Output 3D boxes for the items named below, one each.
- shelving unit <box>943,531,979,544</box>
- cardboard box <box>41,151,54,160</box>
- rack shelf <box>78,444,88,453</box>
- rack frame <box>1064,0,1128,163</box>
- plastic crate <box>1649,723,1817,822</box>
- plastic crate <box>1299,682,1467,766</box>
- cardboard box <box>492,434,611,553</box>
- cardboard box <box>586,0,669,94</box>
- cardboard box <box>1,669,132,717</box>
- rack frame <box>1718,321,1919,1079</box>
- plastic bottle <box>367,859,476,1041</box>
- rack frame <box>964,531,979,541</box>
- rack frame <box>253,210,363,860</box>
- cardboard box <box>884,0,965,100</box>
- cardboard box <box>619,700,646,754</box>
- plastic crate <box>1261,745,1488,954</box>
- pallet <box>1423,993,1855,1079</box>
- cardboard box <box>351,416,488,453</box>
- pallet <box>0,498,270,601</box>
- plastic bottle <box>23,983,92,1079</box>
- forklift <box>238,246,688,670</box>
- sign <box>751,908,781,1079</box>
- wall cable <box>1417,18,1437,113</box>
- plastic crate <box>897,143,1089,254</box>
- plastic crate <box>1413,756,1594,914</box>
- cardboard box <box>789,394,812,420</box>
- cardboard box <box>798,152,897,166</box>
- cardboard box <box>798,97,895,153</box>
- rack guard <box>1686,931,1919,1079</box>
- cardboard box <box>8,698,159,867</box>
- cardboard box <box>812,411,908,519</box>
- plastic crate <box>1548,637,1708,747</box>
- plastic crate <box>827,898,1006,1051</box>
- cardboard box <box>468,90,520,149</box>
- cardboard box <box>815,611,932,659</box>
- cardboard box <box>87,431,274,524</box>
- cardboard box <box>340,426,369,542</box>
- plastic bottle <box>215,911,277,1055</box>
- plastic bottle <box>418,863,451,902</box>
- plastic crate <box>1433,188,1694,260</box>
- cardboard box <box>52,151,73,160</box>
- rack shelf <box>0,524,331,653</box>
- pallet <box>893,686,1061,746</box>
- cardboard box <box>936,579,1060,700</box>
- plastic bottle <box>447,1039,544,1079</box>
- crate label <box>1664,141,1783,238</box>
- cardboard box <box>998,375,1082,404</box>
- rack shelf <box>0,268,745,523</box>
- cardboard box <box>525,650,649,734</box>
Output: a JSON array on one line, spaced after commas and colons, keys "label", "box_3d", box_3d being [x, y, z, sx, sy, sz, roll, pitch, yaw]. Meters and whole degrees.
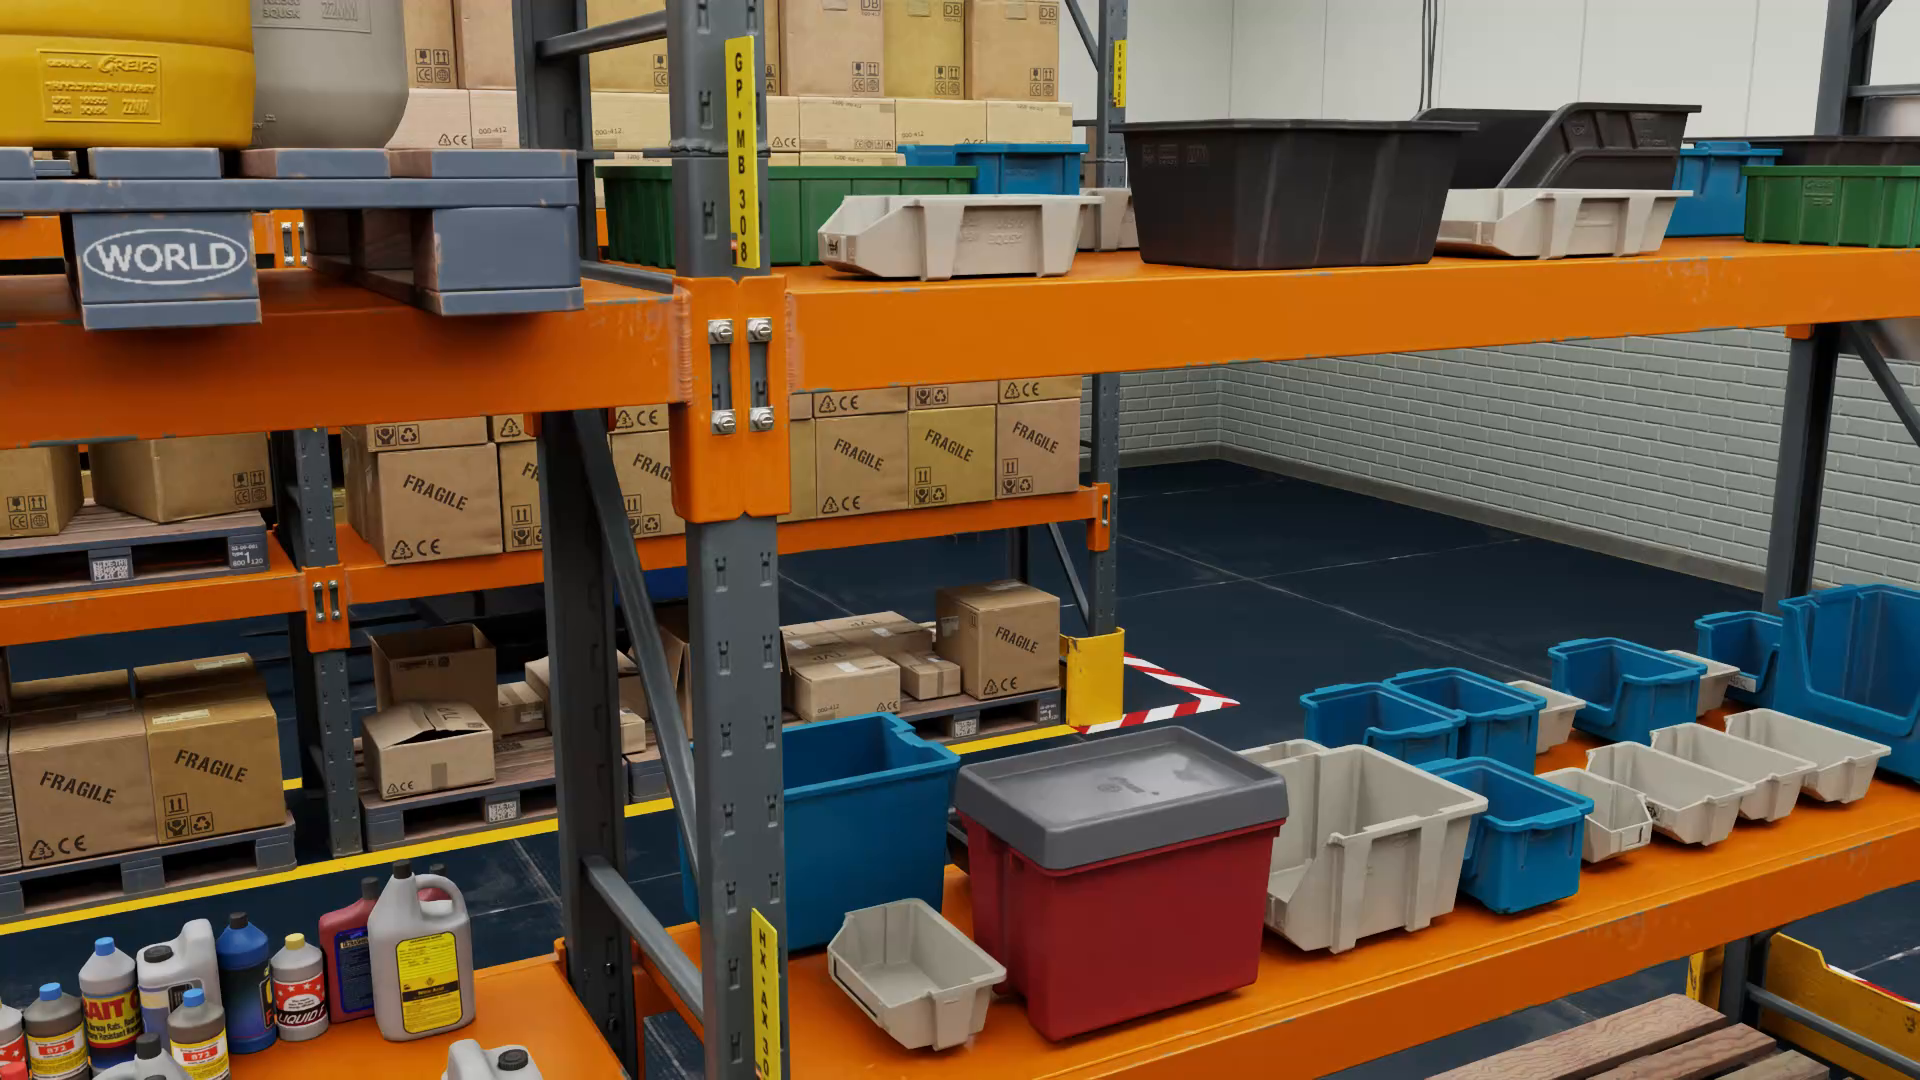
[{"label": "shelving unit", "box_3d": [0.007, -0.440, 13.514, 0.210, 0.900, 0.258, -7, 14, -28]}, {"label": "cardboard box", "box_3d": [-6.151, -2.765, 11.001, 0.500, 0.500, 0.700, -8, 15, -31]}, {"label": "rack shelf", "box_3d": [-7.081, -0.548, 10.851, 4.000, 0.370, 1.077, -7, 14, -28]}, {"label": "rack frame", "box_3d": [0.562, -3.503, 8.678, 0.127, 3.000, 1.000, -7, 14, -28]}, {"label": "plastic crate", "box_3d": [2.042, 0.627, 4.456, 0.243, 0.136, 0.396, -7, 14, -28]}, {"label": "plastic crate", "box_3d": [1.139, 0.564, 4.515, 0.300, 0.233, 0.416, -7, 14, -28]}, {"label": "cardboard box", "box_3d": [-1.923, -0.259, 7.703, 0.500, 0.500, 0.500, -7, 14, -27]}, {"label": "cardboard box", "box_3d": [-1.598, -2.293, 7.628, 0.500, 0.500, 0.700, -7, 14, -28]}, {"label": "cardboard box", "box_3d": [-3.953, 0.912, 7.416, 0.500, 0.500, 0.500, -7, 14, -27]}, {"label": "rack frame", "box_3d": [2.932, 0.379, 5.093, 0.127, 3.000, 1.000, -7, 14, -28]}, {"label": "plastic bottle", "box_3d": [-1.078, 0.803, 3.323, 0.185, 0.351, 0.144, -7, 14, -28]}, {"label": "rack frame", "box_3d": [0.096, -0.451, 13.562, 0.006, 0.900, 0.240, -7, 14, -28]}, {"label": "rack frame", "box_3d": [-2.949, -0.155, 7.467, 0.127, 3.000, 1.000, -7, 14, -28]}, {"label": "cardboard box", "box_3d": [-0.360, -2.482, 8.471, 0.500, 0.500, 0.700, -7, 14, -28]}, {"label": "cardboard box", "box_3d": [-1.722, 0.917, 8.153, 0.250, 0.166, 0.380, -7, 14, -28]}, {"label": "plastic crate", "box_3d": [0.850, 0.703, 3.786, 0.530, 0.282, 0.437, -7, 14, -28]}, {"label": "pallet", "box_3d": [2.190, 1.819, 5.047, 1.213, 0.211, 1.003, -7, 14, -28]}, {"label": "cardboard box", "box_3d": [-2.400, -0.687, 7.325, 0.500, 0.500, 0.500, -6, 14, -26]}, {"label": "pallet", "box_3d": [-3.703, 0.002, 7.207, 1.213, 0.211, 1.003, -7, 14, -28]}, {"label": "plastic bottle", "box_3d": [-1.689, 0.928, 3.107, 0.097, 0.201, 0.097, 0, 13, 0]}, {"label": "forklift", "box_3d": [-2.900, -0.751, 10.269, 3.031, 2.935, 1.130, -7, 15, -30]}, {"label": "sign", "box_3d": [-0.317, 0.771, 2.721, 0.005, 0.325, 0.100, -7, 14, -28]}, {"label": "wall cable", "box_3d": [3.321, -3.468, 15.597, 0.112, 2.526, 3.097, -7, 14, -28]}, {"label": "plastic crate", "box_3d": [0.067, -0.739, 3.611, 0.300, 0.233, 0.416, -7, 14, -28]}, {"label": "plastic crate", "box_3d": [1.253, 0.697, 3.925, 0.300, 0.233, 0.416, -7, 14, -28]}, {"label": "cardboard box", "box_3d": [-1.043, -0.850, 8.049, 0.500, 0.500, 0.500, -6, 14, -26]}, {"label": "cardboard box", "box_3d": [-0.639, -1.756, 8.088, 0.500, 0.250, 0.500, -7, 14, -28]}, {"label": "cardboard box", "box_3d": [-0.646, -2.002, 8.046, 0.500, 0.250, 0.500, -7, 14, -28]}, {"label": "rack guard", "box_3d": [2.947, 1.594, 5.390, 0.348, 0.500, 1.175, -7, 14, -28]}, {"label": "cardboard box", "box_3d": [-3.683, 1.007, 6.993, 0.500, 0.500, 0.500, -7, 14, -28]}, {"label": "cardboard box", "box_3d": [-0.595, -0.418, 8.409, 0.500, 0.500, 0.500, -7, 14, -27]}, {"label": "plastic crate", "box_3d": [1.980, 0.463, 4.963, 0.300, 0.233, 0.416, -7, 14, -28]}, {"label": "plastic crate", "box_3d": [-0.102, 0.878, 3.341, 0.243, 0.136, 0.396, -7, 14, -28]}, {"label": "cardboard box", "box_3d": [-1.965, -1.845, 7.349, 0.500, 0.250, 0.500, -7, 14, -28]}, {"label": "cardboard box", "box_3d": [-0.490, 0.606, 9.345, 0.500, 0.250, 0.500, -7, 14, -28]}, {"label": "cardboard box", "box_3d": [-3.472, -0.402, 7.380, 0.700, 0.500, 0.500, 11, 17, 41]}, {"label": "cardboard box", "box_3d": [-2.633, -0.306, 7.909, 0.500, 0.500, 0.500, -7, 14, -27]}, {"label": "plastic bottle", "box_3d": [-1.400, 0.859, 3.254, 0.097, 0.271, 0.097, 0, 13, 0]}, {"label": "plastic bottle", "box_3d": [-1.105, 0.813, 3.430, 0.133, 0.283, 0.061, -7, 14, -28]}, {"label": "plastic crate", "box_3d": [1.237, -0.690, 3.614, 0.530, 0.136, 0.437, -7, 14, -28]}, {"label": "cardboard box", "box_3d": [-3.426, -1.882, 6.897, 0.600, 0.600, 0.600, -8, 15, -33]}, {"label": "rack shelf", "box_3d": [-4.704, 0.406, 6.611, 4.000, 0.370, 1.077, -7, 14, -28]}, {"label": "pallet", "box_3d": [-0.204, 0.877, 9.234, 1.213, 0.211, 1.003, -7, 14, -28]}, {"label": "cardboard box", "box_3d": [0.203, 0.534, 9.097, 0.500, 0.500, 0.500, -7, 14, -28]}, {"label": "plastic bottle", "box_3d": [-0.770, 0.964, 2.776, 0.135, 0.276, 0.152, -7, 14, -28]}, {"label": "crate label", "box_3d": [1.968, -0.977, 4.625, 0.502, 0.251, 0.408, -7, 14, -28]}, {"label": "cardboard box", "box_3d": [0.303, -1.013, 8.772, 0.500, 0.500, 0.500, -7, 14, -28]}, {"label": "rack shelf", "box_3d": [-2.334, -0.102, 2.038, 4.000, 0.370, 1.077, -7, 14, -28]}, {"label": "cardboard box", "box_3d": [-1.926, 0.749, 8.573, 0.500, 0.311, 0.500, -7, 14, -28]}]
